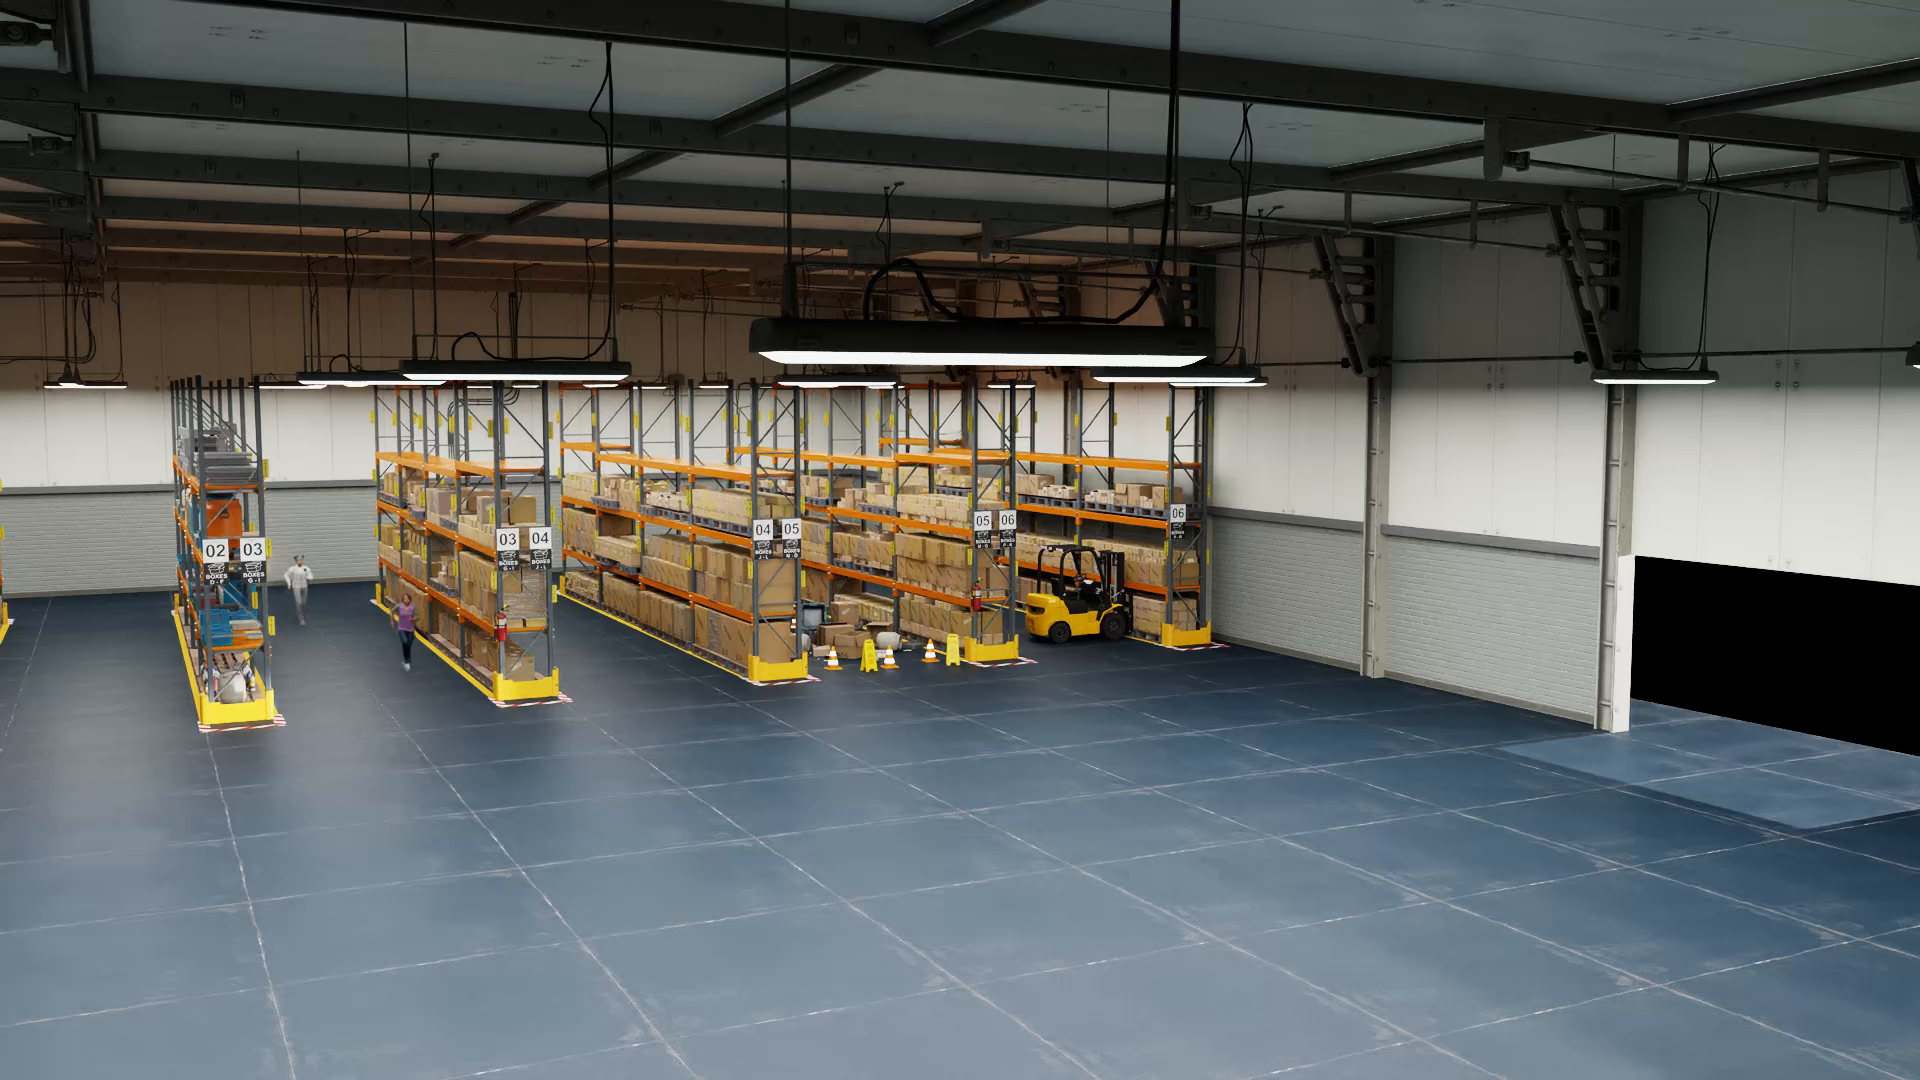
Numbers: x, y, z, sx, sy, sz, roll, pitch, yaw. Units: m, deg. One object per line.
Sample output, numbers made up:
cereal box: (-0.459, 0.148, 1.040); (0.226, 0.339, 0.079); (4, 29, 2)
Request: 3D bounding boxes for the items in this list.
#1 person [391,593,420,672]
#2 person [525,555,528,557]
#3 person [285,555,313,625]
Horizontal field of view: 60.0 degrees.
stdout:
person: (-11.418, 1.891, 34.280); (0.555, 1.601, 0.789); (-2, 6, -23)
person: (-11.472, 1.031, 43.079); (0.682, 1.796, 0.801); (-3, 6, -30)
person: (-16.294, 1.209, 41.070); (0.600, 1.704, 0.903); (-4, 6, -38)
